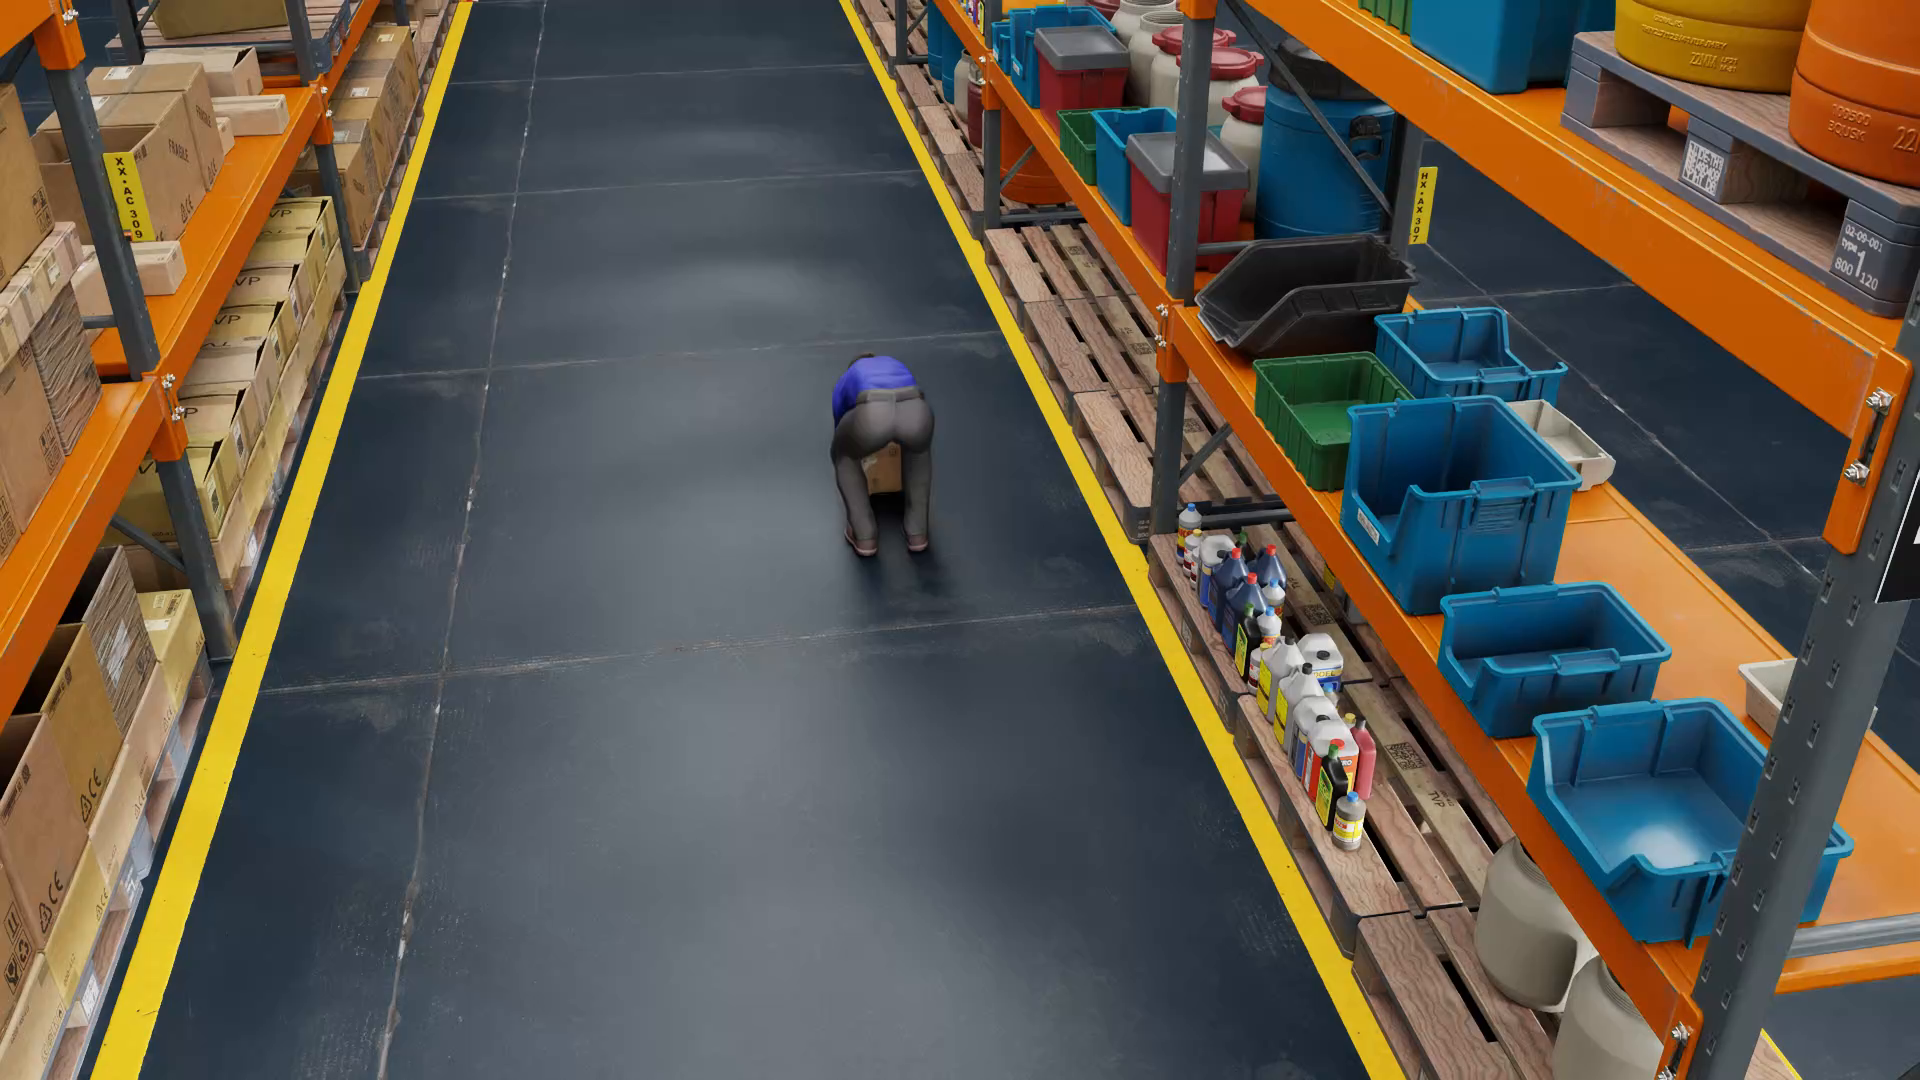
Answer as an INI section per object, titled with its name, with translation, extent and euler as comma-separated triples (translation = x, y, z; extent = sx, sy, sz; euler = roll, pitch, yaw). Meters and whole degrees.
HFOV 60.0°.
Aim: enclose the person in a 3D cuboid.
[person]
translation = -0.371, -0.447, 7.662
extent = 0.465, 0.864, 0.866
euler = -7, 32, -11
